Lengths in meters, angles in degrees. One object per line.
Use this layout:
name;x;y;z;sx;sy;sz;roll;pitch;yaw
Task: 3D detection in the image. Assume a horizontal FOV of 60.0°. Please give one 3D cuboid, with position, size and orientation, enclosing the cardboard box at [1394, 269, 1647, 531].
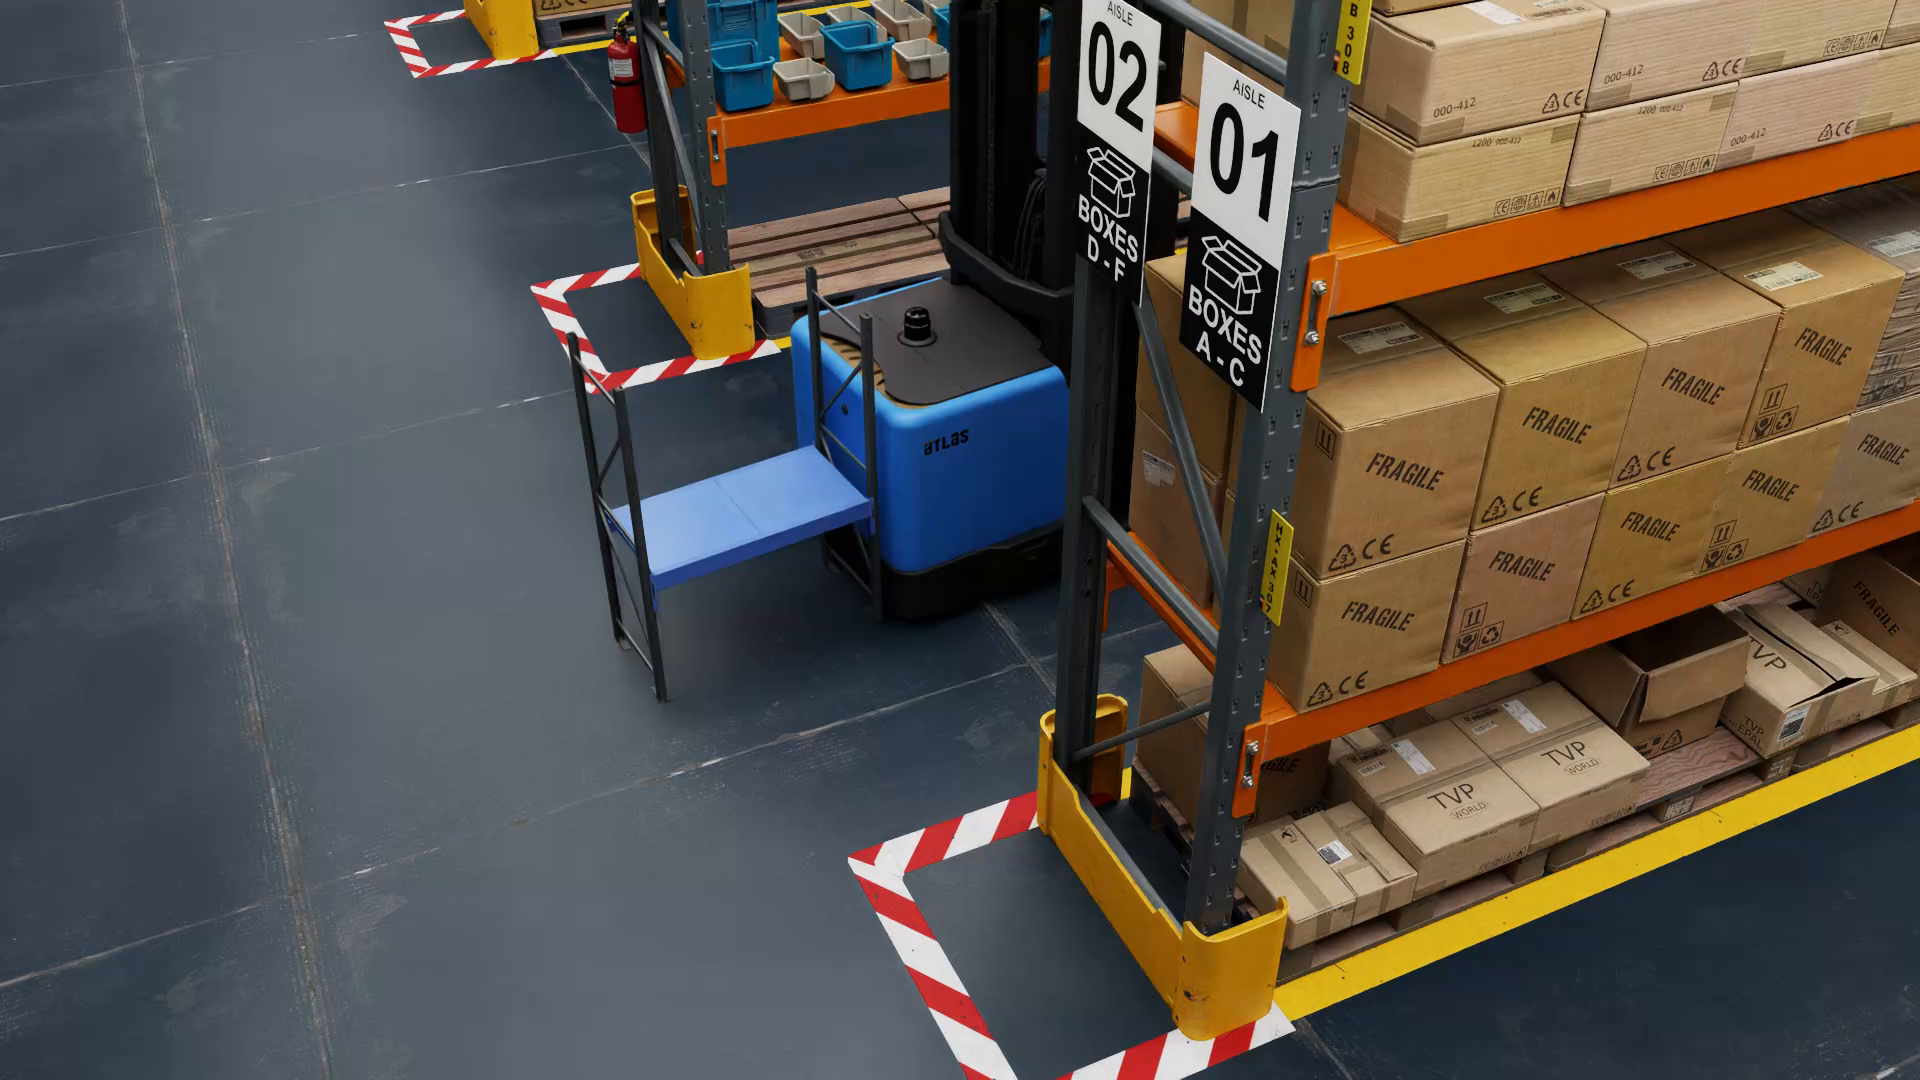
cardboard box;1.588;-0.418;4.873;0.500;0.500;0.500;-15;39;-19

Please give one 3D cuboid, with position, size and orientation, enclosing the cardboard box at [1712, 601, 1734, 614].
cardboard box;2.974;0.293;6.846;0.250;0.166;0.380;-16;39;-20

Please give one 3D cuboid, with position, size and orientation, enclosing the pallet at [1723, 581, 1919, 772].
pallet;3.603;0.411;7.019;1.213;0.211;1.003;-16;39;-20

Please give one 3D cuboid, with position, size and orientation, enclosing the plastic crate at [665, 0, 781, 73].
plastic crate;-1.273;-2.766;8.881;0.499;0.435;0.616;-16;39;-20

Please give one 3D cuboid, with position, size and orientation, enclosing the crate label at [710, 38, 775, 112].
crate label;-1.134;-2.384;8.536;0.303;0.233;0.416;-16;39;-20

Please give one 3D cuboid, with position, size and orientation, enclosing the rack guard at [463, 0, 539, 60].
rack guard;-3.623;-4.203;12.997;0.348;0.500;1.175;-16;39;-20

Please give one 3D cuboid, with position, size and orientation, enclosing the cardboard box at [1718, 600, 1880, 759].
cardboard box;3.151;0.508;6.435;0.500;0.311;0.500;-16;39;-20

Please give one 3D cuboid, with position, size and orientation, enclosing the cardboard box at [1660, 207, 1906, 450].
cardboard box;2.502;-0.671;5.214;0.500;0.500;0.500;-16;39;-20

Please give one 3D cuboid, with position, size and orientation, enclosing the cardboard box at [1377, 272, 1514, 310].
cardboard box;1.347;-0.701;5.254;0.500;0.500;0.500;-15;39;-19

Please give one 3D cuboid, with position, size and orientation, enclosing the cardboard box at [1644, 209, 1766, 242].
cardboard box;2.279;-0.965;5.610;0.500;0.500;0.500;-14;39;-19

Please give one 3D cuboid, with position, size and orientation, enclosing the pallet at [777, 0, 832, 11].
pallet;-1.808;-4.644;13.835;1.213;0.211;1.003;-16;39;-20

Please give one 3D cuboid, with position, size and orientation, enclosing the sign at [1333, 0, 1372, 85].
sign;0.835;-1.133;3.508;0.005;0.325;0.100;-16;39;-20

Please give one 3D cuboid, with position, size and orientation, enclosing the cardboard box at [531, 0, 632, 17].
cardboard box;-3.056;-4.734;13.045;0.875;0.875;0.875;-16;39;-20

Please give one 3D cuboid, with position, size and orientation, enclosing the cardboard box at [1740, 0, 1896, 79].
cardboard box;2.085;-1.458;4.386;0.500;0.250;0.500;-16;39;-20

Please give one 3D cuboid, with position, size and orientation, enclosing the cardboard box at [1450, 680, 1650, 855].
cardboard box;2.122;0.820;6.065;0.500;0.250;0.500;-16;39;-20

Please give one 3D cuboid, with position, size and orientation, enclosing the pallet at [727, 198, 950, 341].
pallet;-0.734;-1.610;9.744;1.213;0.211;1.003;-16;39;-20

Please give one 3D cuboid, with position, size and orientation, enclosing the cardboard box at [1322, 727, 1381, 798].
cardboard box;1.396;0.767;6.207;0.250;0.166;0.380;-16;39;-20

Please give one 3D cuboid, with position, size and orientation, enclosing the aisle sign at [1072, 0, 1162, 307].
aisle sign;0.412;-1.062;4.482;0.004;0.787;0.394;-16;39;-20

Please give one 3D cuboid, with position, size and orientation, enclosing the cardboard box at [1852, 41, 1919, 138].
cardboard box;2.537;-1.385;4.707;0.500;0.250;0.500;-16;39;-20

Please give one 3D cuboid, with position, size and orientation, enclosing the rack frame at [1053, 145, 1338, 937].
rack frame;0.604;0.130;5.057;0.127;3.000;1.000;-16;39;-20

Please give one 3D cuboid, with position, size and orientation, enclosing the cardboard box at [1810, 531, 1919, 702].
cardboard box;3.830;0.242;6.635;0.500;0.500;0.500;-16;39;-20

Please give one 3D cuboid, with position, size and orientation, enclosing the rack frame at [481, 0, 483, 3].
rack frame;-3.602;-5.213;12.261;0.127;3.000;1.000;-16;39;-20

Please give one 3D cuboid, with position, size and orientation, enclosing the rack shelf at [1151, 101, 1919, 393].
rack shelf;2.415;-1.292;5.060;4.000;0.370;1.077;-16;39;-20

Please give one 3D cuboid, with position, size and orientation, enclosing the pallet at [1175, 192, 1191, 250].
pallet;1.475;-2.228;10.576;1.213;0.211;1.003;-16;39;-20

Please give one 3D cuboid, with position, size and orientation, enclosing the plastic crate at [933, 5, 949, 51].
plastic crate;0.058;-2.717;8.986;0.300;0.233;0.416;-16;39;-20

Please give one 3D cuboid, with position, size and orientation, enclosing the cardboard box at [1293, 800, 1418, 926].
cardboard box;1.355;1.107;5.748;0.250;0.166;0.380;-16;39;-20

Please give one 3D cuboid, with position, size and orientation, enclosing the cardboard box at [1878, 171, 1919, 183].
cardboard box;3.212;-1.226;5.962;0.500;0.500;0.500;-17;40;-21

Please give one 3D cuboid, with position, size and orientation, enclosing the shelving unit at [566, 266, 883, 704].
shelving unit;-0.915;-0.218;6.786;1.048;1.500;0.538;-20;41;-25

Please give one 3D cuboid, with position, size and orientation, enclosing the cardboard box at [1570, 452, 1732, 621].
cardboard box;2.038;-0.139;5.336;0.500;0.500;0.500;-16;39;-20

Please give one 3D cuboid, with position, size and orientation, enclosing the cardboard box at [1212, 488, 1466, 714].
cardboard box;1.118;0.120;4.987;0.500;0.500;0.500;-15;39;-19

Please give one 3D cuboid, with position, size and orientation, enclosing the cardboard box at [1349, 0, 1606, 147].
cardboard box;1.180;-1.205;4.045;0.500;0.250;0.500;-16;39;-20

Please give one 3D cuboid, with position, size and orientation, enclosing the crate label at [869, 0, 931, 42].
crate label;-0.326;-2.914;9.331;0.243;0.136;0.396;-16;39;-20

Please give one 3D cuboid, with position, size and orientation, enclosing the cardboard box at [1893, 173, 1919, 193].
cardboard box;3.415;-0.926;5.557;0.500;0.500;0.500;-16;40;-21

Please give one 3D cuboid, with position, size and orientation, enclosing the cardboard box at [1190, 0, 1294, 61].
cardboard box;0.961;-1.483;4.420;0.500;0.250;0.500;-16;39;-20

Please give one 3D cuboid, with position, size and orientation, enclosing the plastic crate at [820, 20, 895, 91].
plastic crate;-0.538;-2.551;8.761;0.300;0.233;0.416;-16;39;-20

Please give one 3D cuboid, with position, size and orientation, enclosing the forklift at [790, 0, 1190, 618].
forklift;0.769;-1.497;7.308;3.031;2.935;1.130;-20;41;-25

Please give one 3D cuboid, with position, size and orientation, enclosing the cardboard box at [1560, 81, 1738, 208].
cardboard box;1.635;-1.127;4.360;0.500;0.250;0.500;-16;39;-20

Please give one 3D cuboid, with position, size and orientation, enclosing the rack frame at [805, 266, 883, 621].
rack frame;-0.482;-0.378;7.000;0.032;1.500;0.500;-20;41;-25

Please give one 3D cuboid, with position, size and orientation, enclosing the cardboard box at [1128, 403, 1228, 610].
cardboard box;0.894;-0.170;5.378;0.500;0.500;0.500;-14;39;-19

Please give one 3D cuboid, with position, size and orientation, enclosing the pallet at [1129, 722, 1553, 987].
pallet;1.394;1.029;6.186;1.213;0.211;1.003;-16;39;-20

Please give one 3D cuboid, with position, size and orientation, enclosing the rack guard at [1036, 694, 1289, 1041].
rack guard;0.673;1.115;5.827;0.348;0.500;1.175;-16;39;-20

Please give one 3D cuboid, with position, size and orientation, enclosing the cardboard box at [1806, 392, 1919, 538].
cardboard box;2.951;-0.395;5.681;0.500;0.500;0.500;-15;39;-19

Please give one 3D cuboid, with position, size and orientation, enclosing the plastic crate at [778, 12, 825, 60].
plastic crate;-0.836;-2.764;9.130;0.243;0.136;0.396;-16;39;-20

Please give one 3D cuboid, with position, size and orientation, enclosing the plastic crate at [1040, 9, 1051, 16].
plastic crate;0.675;-2.870;9.273;0.466;0.136;0.293;-16;39;-20
